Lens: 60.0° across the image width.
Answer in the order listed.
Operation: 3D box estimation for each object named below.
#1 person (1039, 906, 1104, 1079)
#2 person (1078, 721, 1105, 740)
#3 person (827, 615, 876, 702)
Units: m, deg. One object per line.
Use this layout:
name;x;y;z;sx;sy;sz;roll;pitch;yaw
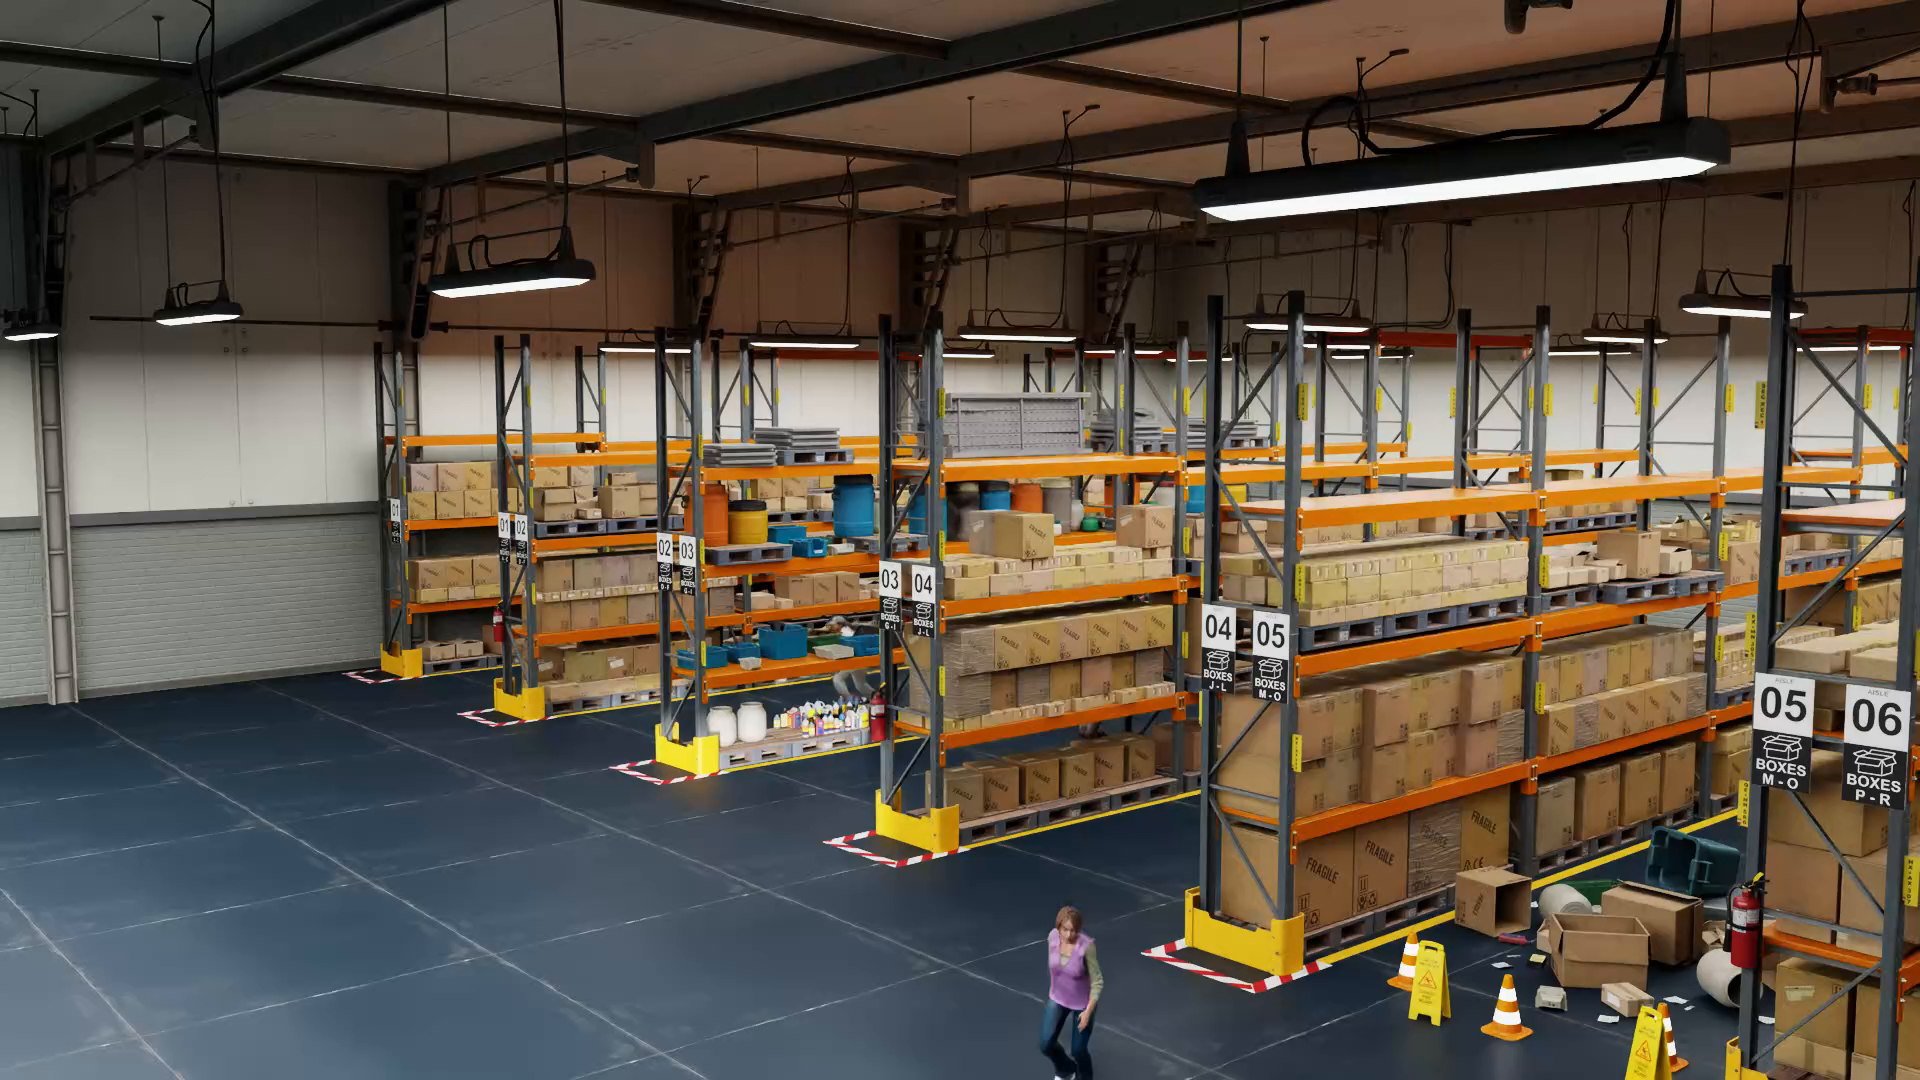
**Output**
person;0.820;3.317;11.895;0.497;1.505;0.686;2;6;24
person;1.892;2.256;22.978;0.667;1.680;0.623;4;6;36
person;-1.705;2.011;26.454;0.911;1.665;0.631;-3;6;-27
